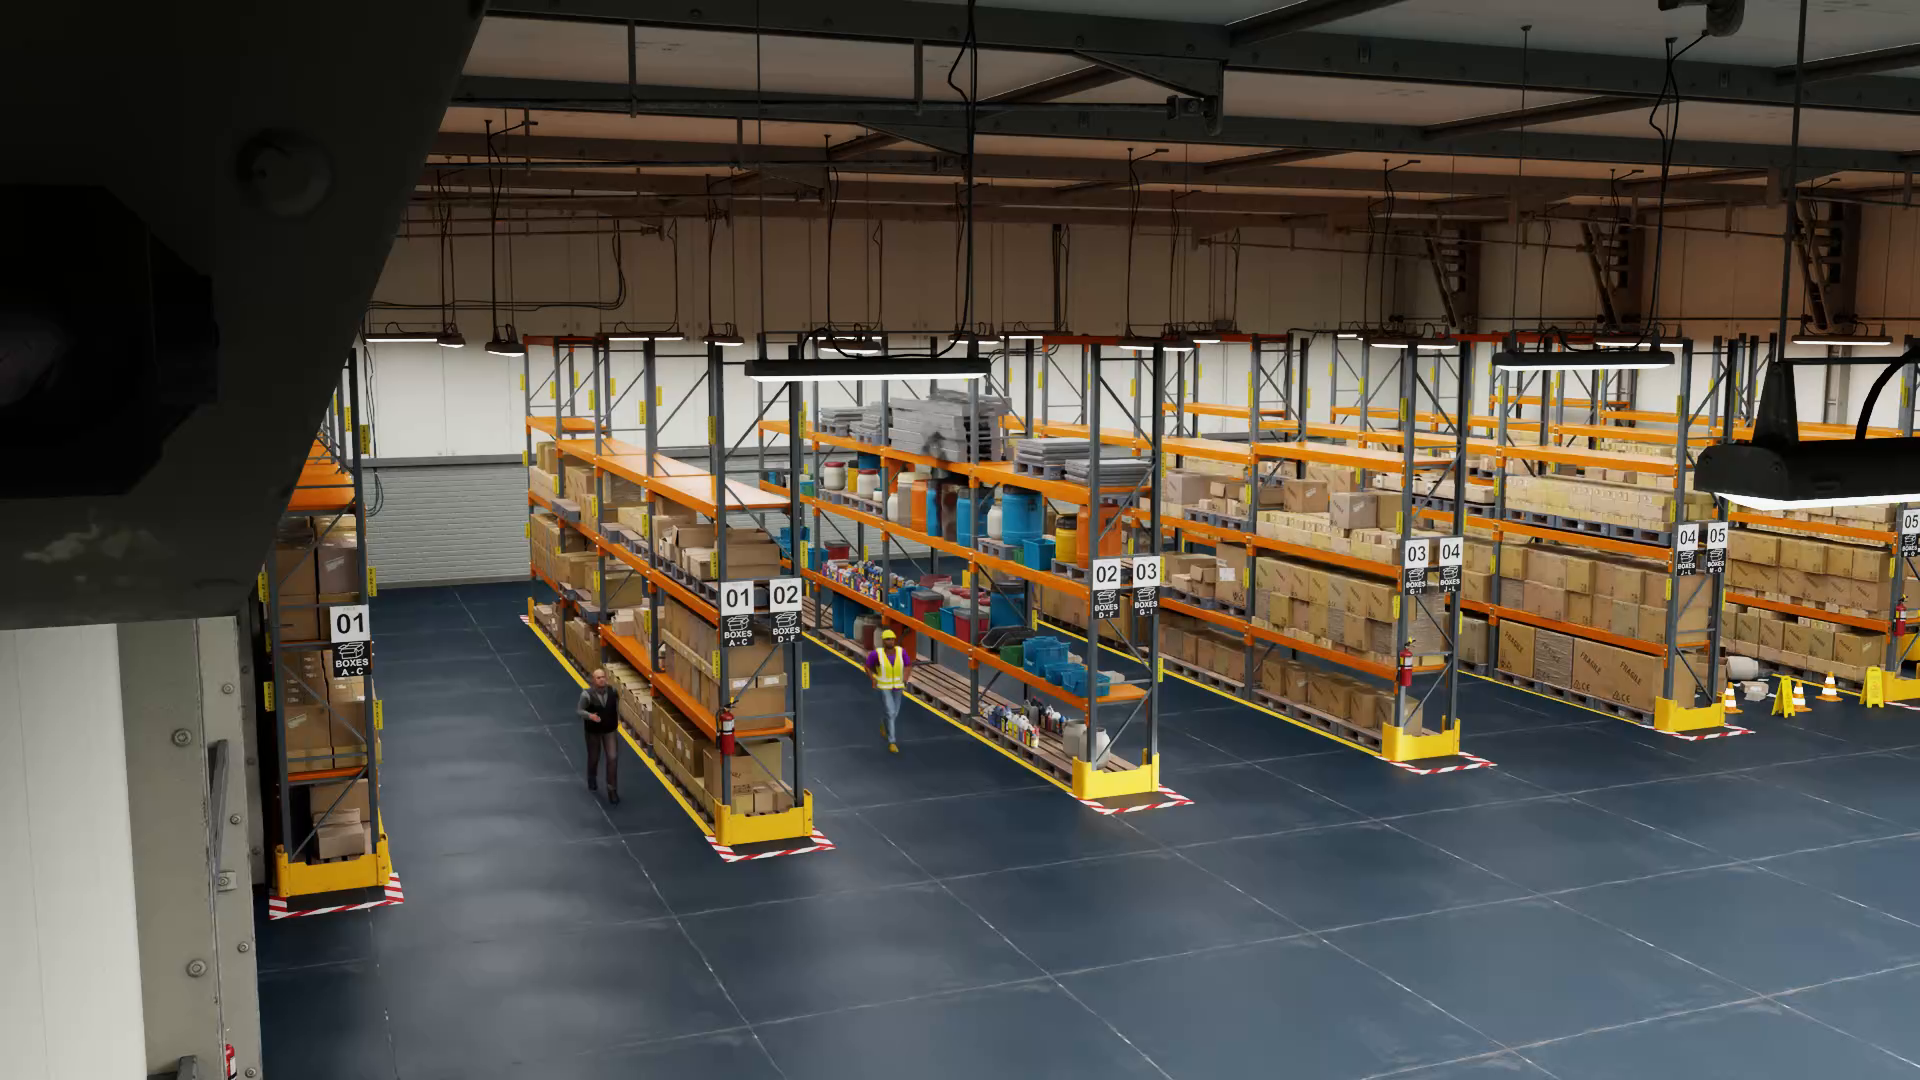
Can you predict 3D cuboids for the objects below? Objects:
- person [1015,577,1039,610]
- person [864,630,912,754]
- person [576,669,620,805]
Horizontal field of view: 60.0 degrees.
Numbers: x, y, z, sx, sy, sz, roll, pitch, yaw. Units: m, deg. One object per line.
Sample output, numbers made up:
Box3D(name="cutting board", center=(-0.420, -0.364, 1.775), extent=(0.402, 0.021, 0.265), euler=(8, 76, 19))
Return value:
Box3D(name="person", center=(1.200, 1.306, 31.872), extent=(0.578, 1.648, 0.769), euler=(-4, 9, -27))
Box3D(name="person", center=(-1.036, 2.183, 24.542), extent=(0.686, 1.773, 0.886), euler=(-3, 8, -22))
Box3D(name="person", center=(-4.768, 2.555, 21.996), extent=(0.610, 1.754, 0.889), euler=(-3, 8, -21))
